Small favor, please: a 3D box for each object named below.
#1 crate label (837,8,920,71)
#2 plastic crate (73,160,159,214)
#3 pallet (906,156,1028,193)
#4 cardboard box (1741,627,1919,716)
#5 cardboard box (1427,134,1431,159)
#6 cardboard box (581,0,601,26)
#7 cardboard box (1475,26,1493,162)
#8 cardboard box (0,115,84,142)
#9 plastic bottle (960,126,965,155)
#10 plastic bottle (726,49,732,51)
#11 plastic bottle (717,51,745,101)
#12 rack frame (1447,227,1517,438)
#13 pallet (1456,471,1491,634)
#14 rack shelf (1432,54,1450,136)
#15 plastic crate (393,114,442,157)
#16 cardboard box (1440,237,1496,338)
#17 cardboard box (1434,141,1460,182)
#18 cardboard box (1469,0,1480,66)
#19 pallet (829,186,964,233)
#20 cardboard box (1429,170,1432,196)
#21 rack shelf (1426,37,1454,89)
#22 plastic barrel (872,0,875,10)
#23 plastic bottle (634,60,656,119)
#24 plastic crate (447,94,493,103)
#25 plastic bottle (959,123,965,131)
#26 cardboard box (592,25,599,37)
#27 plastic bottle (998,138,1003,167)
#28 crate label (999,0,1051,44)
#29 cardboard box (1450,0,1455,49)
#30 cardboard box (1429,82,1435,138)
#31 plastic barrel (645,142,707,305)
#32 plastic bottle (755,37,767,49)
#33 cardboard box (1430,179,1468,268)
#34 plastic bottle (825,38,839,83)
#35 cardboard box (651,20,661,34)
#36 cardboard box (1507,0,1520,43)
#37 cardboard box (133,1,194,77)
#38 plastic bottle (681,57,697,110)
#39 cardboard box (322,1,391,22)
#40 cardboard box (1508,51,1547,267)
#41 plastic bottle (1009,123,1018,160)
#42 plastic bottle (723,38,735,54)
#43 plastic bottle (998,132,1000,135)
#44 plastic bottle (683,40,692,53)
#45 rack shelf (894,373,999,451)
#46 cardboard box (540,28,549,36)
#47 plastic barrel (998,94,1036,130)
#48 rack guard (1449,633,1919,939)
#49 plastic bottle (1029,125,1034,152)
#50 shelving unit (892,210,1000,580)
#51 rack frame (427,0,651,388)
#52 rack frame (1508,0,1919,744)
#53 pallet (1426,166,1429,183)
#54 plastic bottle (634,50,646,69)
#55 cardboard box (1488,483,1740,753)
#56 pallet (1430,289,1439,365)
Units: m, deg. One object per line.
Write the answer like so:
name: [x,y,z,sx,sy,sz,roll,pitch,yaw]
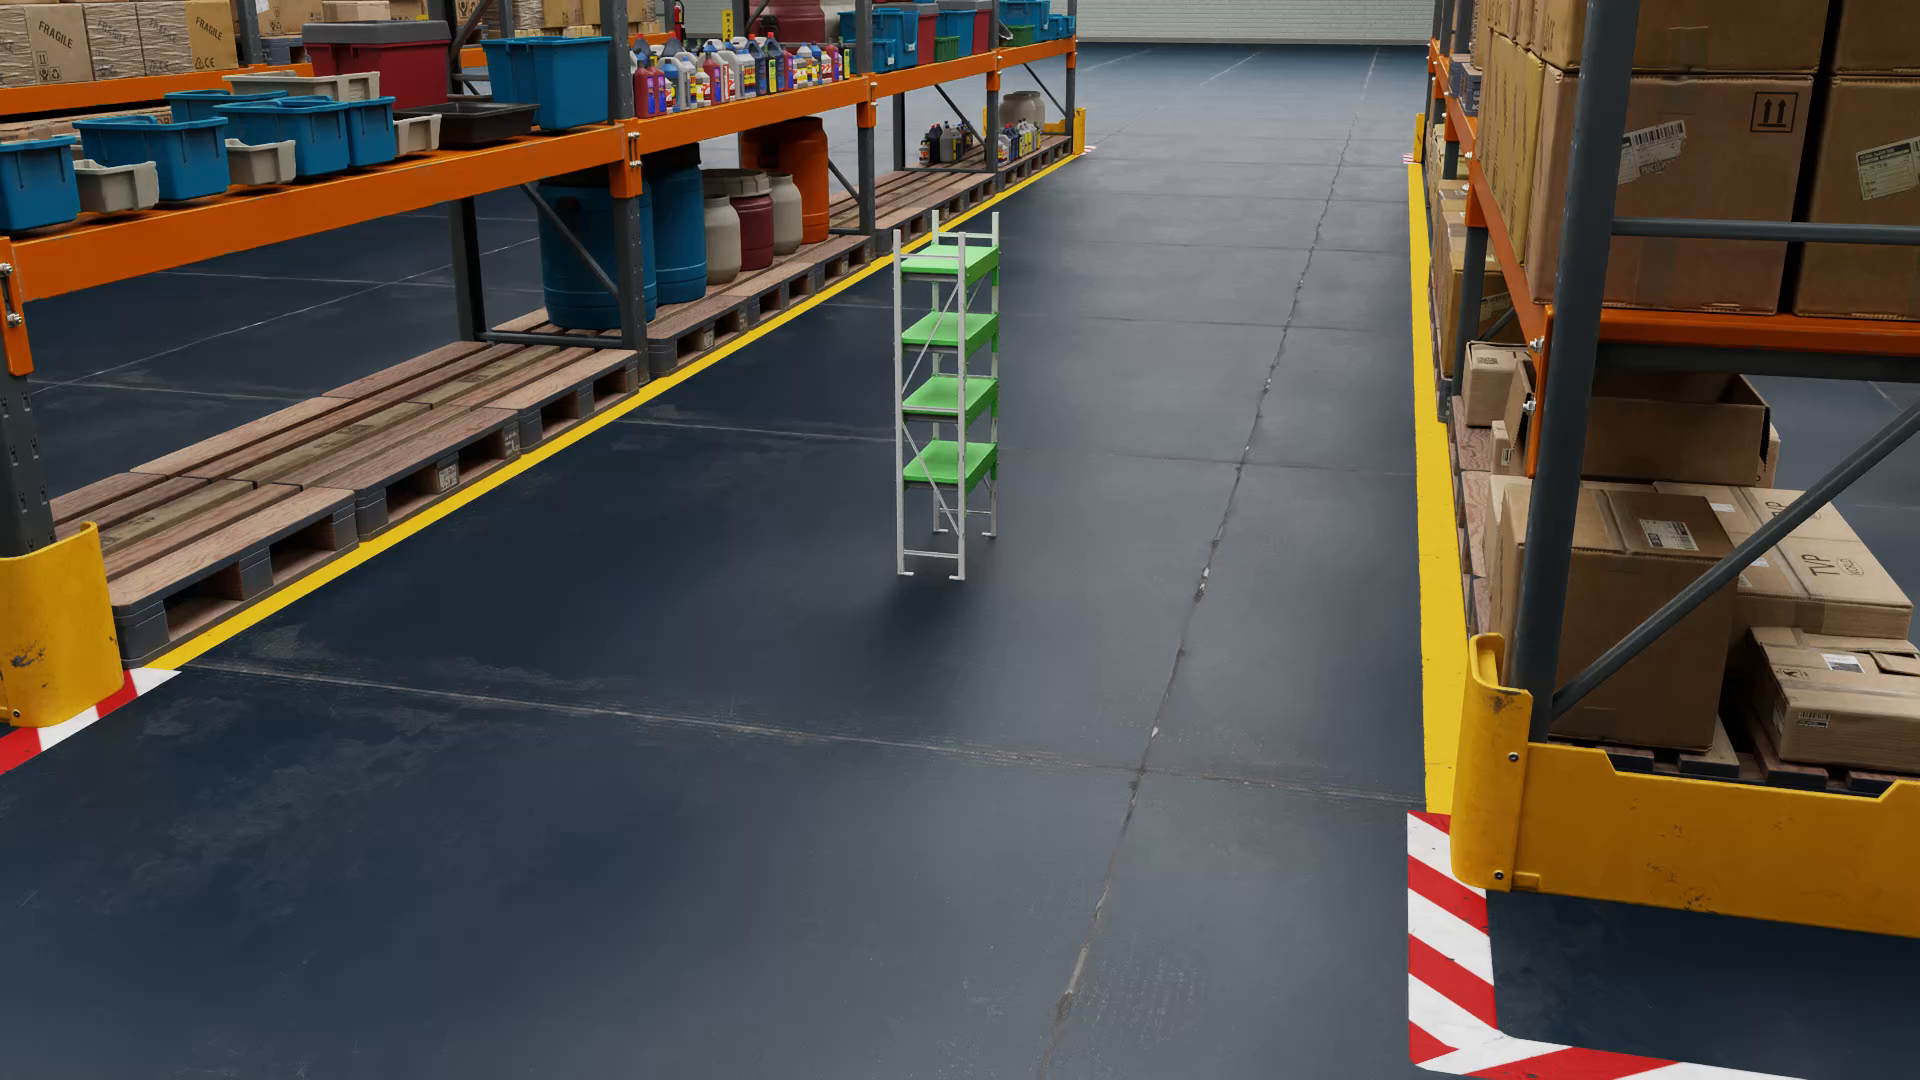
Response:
crate label: [-0.611,-3.811,12.650,0.502,0.435,0.616,5,19,13]
plastic crate: [-2.532,-1.046,4.924,0.250,0.136,0.298,5,19,13]
pallet: [0.066,-3.646,16.534,1.003,0.211,1.213,5,19,13]
cardboard box: [2.228,0.346,4.238,0.380,0.166,0.250,5,19,13]
cardboard box: [4.926,-3.896,16.559,0.500,0.250,0.500,5,19,13]
cardboard box: [-4.428,-5.945,18.339,0.875,0.500,0.500,5,19,13]
cardboard box: [2.320,-1.767,6.566,0.500,0.500,0.500,5,20,15]
cardboard box: [-6.542,-2.317,10.969,1.225,0.875,0.875,4,19,11]
plastic bottle: [0.012,-4.109,17.099,0.061,0.283,0.133,5,19,13]
plastic bottle: [-1.365,-2.774,9.868,0.097,0.271,0.097,0,19,0]
plastic bottle: [-1.328,-2.670,9.555,0.152,0.276,0.135,5,19,13]
rack frame: [2.709,-1.858,6.987,1.000,3.000,0.127,5,19,13]
pallet: [2.244,0.060,5.685,1.003,0.211,1.213,5,19,13]
rack shelf: [4.175,-3.398,12.609,1.077,0.370,4.000,5,19,13]
plastic crate: [-2.227,-1.585,6.501,0.293,0.136,0.466,5,19,13]
cardboard box: [2.681,-1.215,8.291,0.500,0.500,0.500,5,19,14]
cardboard box: [3.947,-2.937,12.881,0.500,0.311,0.500,5,20,15]
cardboard box: [3.233,-2.880,9.175,0.700,0.500,0.500,9,21,24]
pallet: [-0.589,-2.806,14.075,1.003,0.211,1.213,5,19,13]
cardboard box: [4.199,-2.996,13.923,0.500,0.250,0.500,5,20,15]
rack shelf: [5.152,-4.652,16.280,1.077,0.370,4.000,5,19,13]
plastic barrel: [-0.870,-4.174,13.557,0.433,0.535,0.433,0,19,0]
plastic bottle: [-1.590,-2.277,8.393,0.061,0.283,0.133,5,19,13]
plastic crate: [-2.345,-2.020,7.775,0.396,0.136,0.243,5,19,13]
plastic bottle: [0.010,-4.278,17.611,0.097,0.271,0.097,0,19,0]
cardboard box: [-4.227,-5.627,18.410,0.380,0.149,0.250,5,19,13]
plastic bottle: [0.364,-3.740,16.038,0.097,0.271,0.097,0,19,0]
crate label: [0.651,-5.430,17.390,0.502,0.435,0.616,5,19,13]
cardboard box: [5.139,-5.036,16.136,0.700,0.500,0.500,5,20,15]
cardboard box: [4.925,-4.251,16.438,0.500,0.500,0.500,5,19,13]
plastic barrel: [-1.771,-1.847,9.552,0.600,0.901,0.708,5,19,13]
plastic bottle: [-1.388,-3.323,11.469,0.152,0.276,0.135,5,19,13]
cardboard box: [3.298,-2.017,10.639,0.500,0.500,0.500,6,20,16]
plastic bottle: [-0.857,-3.216,11.144,0.061,0.283,0.133,5,19,13]
cardboard box: [-3.834,-6.178,20.024,0.380,0.149,0.250,5,19,13]
cardboard box: [1.944,-1.768,5.023,0.500,0.500,0.500,5,20,15]
cardboard box: [-5.926,-3.613,11.969,0.500,0.500,0.500,4,19,13]
plastic bottle: [-1.466,-2.453,8.929,0.097,0.271,0.097,0,19,0]
cardboard box: [-5.286,-4.530,14.393,0.500,0.250,0.500,4,19,12]
cardboard box: [1.701,-0.977,4.251,0.500,0.500,0.500,5,19,14]
plastic bottle: [0.507,-3.992,16.652,0.144,0.351,0.185,4,19,11]
plastic bottle: [-1.590,-3.299,11.405,0.097,0.271,0.097,0,19,0]
plastic bottle: [0.379,-3.950,16.653,0.097,0.271,0.097,0,19,0]
plastic bottle: [-1.781,-3.083,10.754,0.061,0.283,0.133,5,19,13]
rack shelf: [-0.040,-0.455,5.862,0.258,0.148,0.480,5,19,13]
cardboard box: [-4.489,-5.232,17.253,0.380,0.149,0.250,5,19,13]
plastic barrel: [0.630,-4.664,18.400,0.421,0.512,0.421,0,19,0]
rack guard: [1.750,0.555,3.790,1.175,0.500,0.348,5,19,13]
plastic bottle: [0.693,-4.200,17.378,0.152,0.276,0.135,4,19,12]
shelving unit: [-0.040,-0.516,5.842,0.258,1.200,0.503,5,19,13]
rack frame: [-2.093,-2.251,8.136,1.000,3.000,0.127,5,19,13]
rack frame: [1.732,-0.604,3.317,1.000,3.000,0.127,5,19,13]
pallet: [5.195,-3.676,16.622,1.003,0.211,1.213,5,19,13]
plastic bottle: [-1.883,-2.722,9.716,0.097,0.271,0.097,0,19,0]
cardboard box: [1.626,0.180,4.205,0.500,0.500,0.500,5,19,13]
pallet: [3.167,-1.180,9.316,1.003,0.211,1.213,5,19,13]
